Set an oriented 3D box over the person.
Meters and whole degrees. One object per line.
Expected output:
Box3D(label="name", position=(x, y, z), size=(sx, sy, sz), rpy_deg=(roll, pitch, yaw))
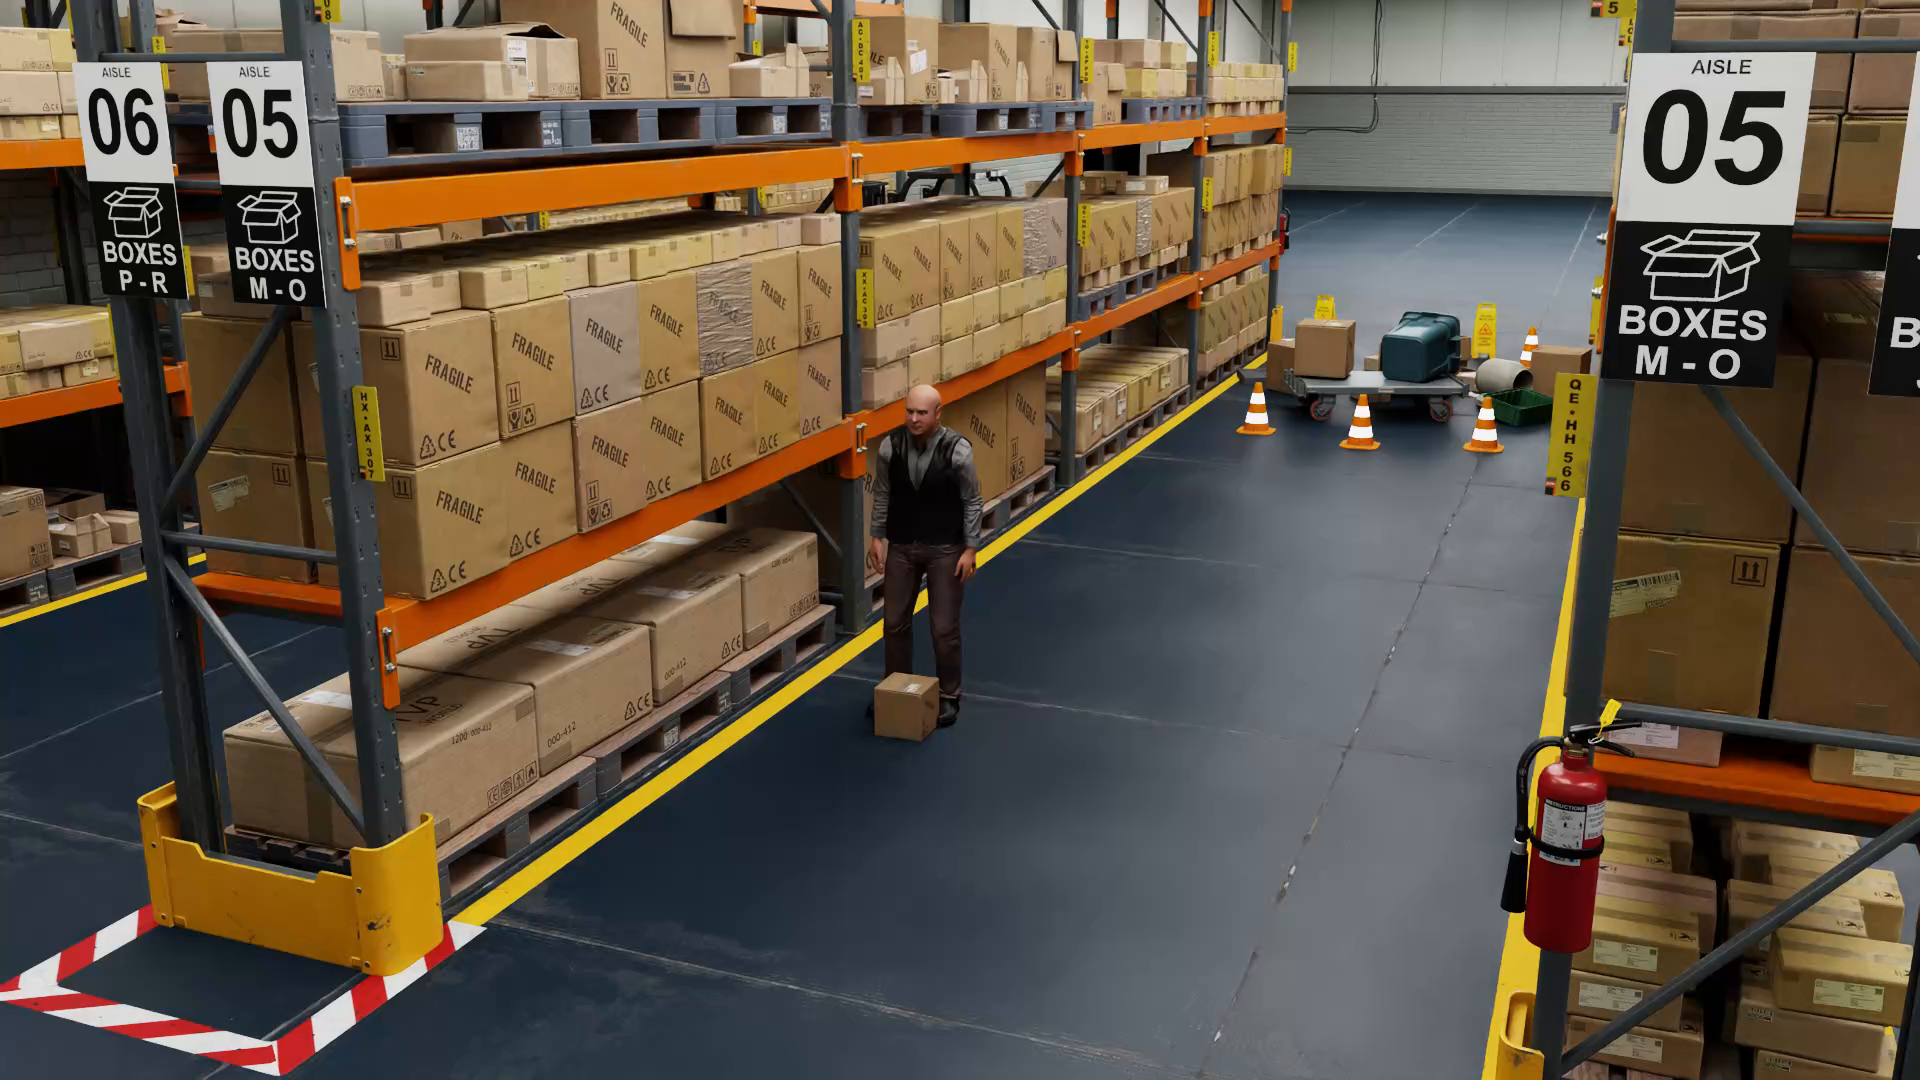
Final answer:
Box3D(label="person", position=(-0.167, 0.054, 8.369), size=(0.584, 1.720, 0.412), rpy_deg=(6, 16, 21))
